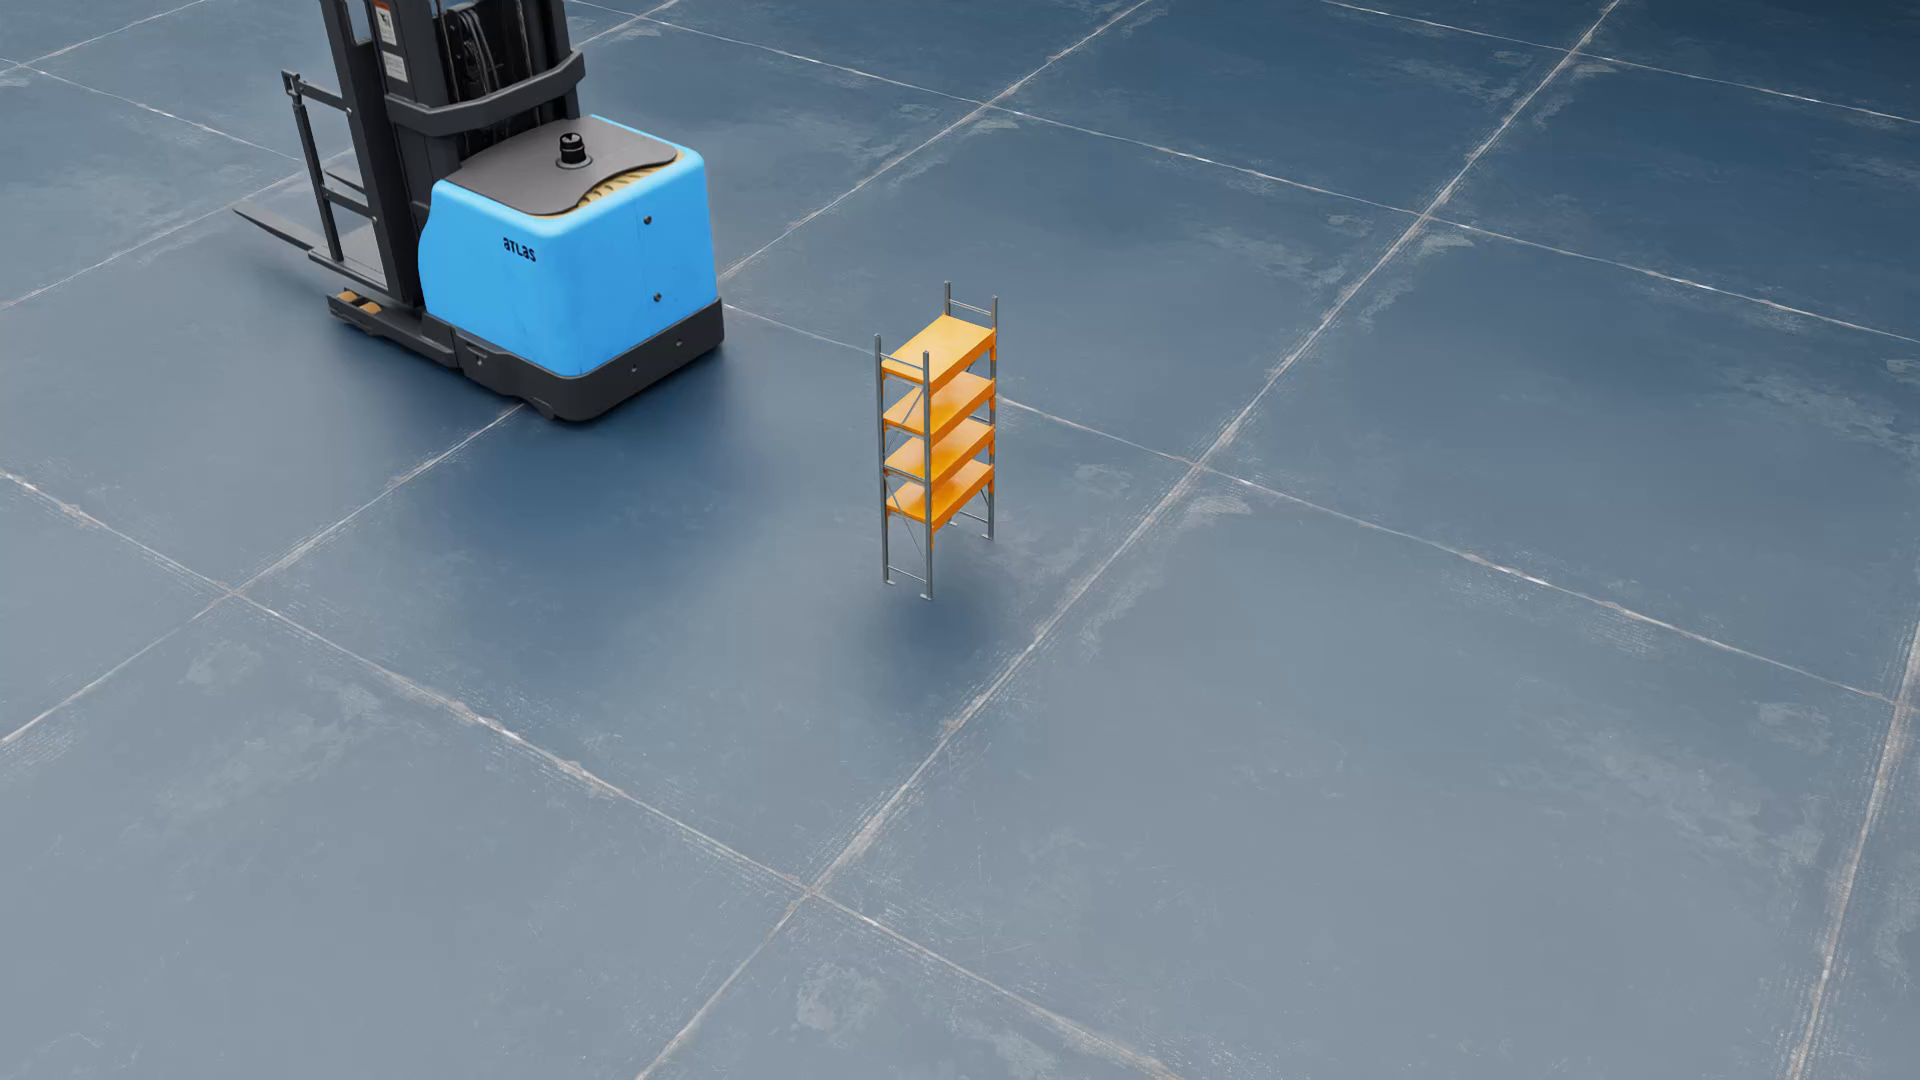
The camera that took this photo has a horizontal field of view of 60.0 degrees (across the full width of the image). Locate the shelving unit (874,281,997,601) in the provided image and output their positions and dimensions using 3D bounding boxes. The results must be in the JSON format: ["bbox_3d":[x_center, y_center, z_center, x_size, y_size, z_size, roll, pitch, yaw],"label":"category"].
[{"bbox_3d":[-0.089,-0.390,6.773,0.258,1.200,0.503,21,42,25],"label":"shelving unit"}]

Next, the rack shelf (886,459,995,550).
[{"bbox_3d":[-0.089,-0.179,6.935,0.258,0.148,0.480,21,42,25],"label":"rack shelf"}]

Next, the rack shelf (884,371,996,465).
[{"bbox_3d":[-0.089,-0.514,6.677,0.258,0.148,0.480,21,42,25],"label":"rack shelf"}]

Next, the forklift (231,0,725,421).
[{"bbox_3d":[-2.677,-2.454,8.033,3.031,2.935,1.130,25,44,29],"label":"forklift"}]

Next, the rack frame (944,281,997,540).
[{"bbox_3d":[0.042,-0.516,6.936,0.240,1.200,0.015,21,42,25],"label":"rack frame"}]

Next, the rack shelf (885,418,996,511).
[{"bbox_3d":[-0.089,-0.337,6.814,0.258,0.148,0.480,21,42,25],"label":"rack shelf"}]

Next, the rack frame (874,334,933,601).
[{"bbox_3d":[-0.219,-0.264,6.610,0.240,1.200,0.015,21,42,25],"label":"rack frame"}]

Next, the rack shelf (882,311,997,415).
[{"bbox_3d":[-0.089,-0.701,6.533,0.258,0.148,0.480,21,42,25],"label":"rack shelf"}]
